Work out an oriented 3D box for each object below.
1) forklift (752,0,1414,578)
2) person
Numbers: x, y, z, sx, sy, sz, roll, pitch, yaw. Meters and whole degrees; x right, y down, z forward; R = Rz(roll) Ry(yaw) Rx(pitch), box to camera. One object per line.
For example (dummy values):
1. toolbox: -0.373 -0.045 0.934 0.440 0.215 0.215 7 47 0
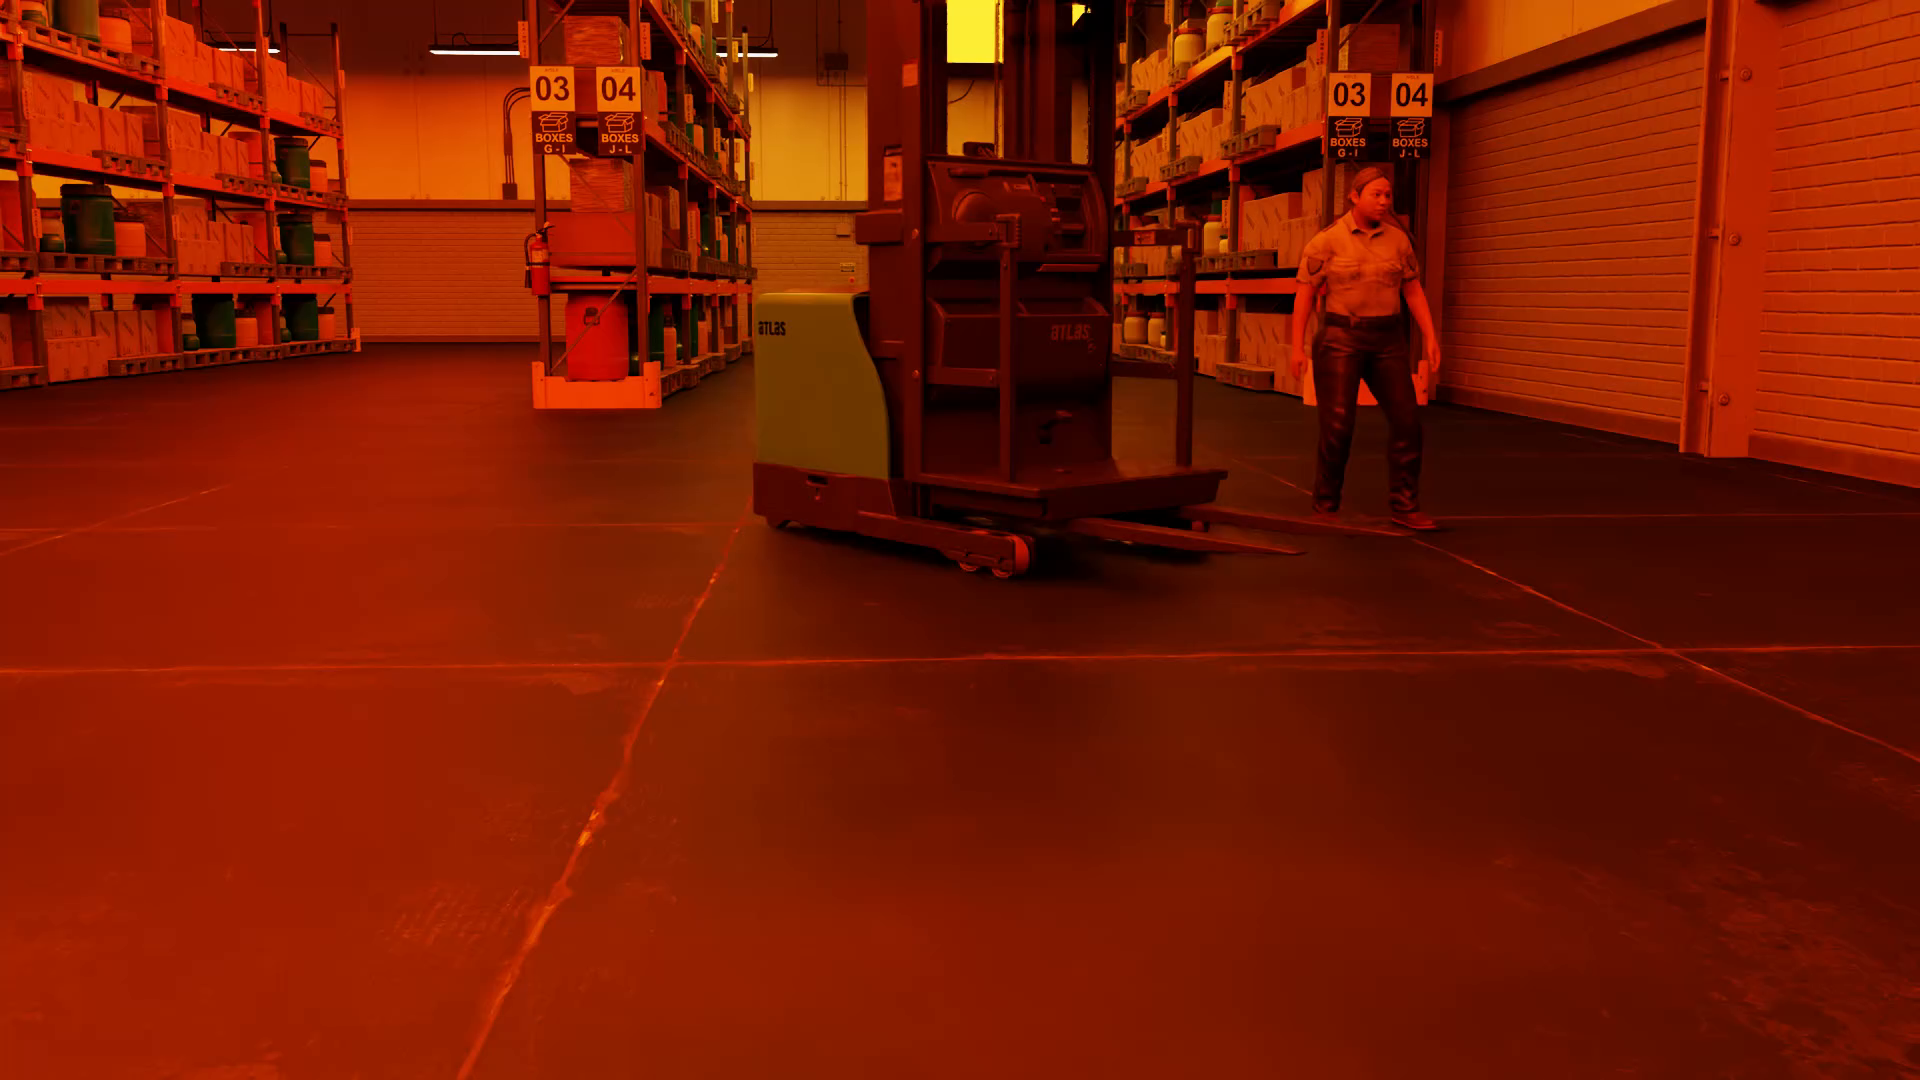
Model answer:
1. forklift: 0.385 -1.386 6.667 1.130 2.935 3.031 -7 11 -40
2. person: 1.844 -0.863 7.574 0.675 1.634 0.394 -1 9 -9
